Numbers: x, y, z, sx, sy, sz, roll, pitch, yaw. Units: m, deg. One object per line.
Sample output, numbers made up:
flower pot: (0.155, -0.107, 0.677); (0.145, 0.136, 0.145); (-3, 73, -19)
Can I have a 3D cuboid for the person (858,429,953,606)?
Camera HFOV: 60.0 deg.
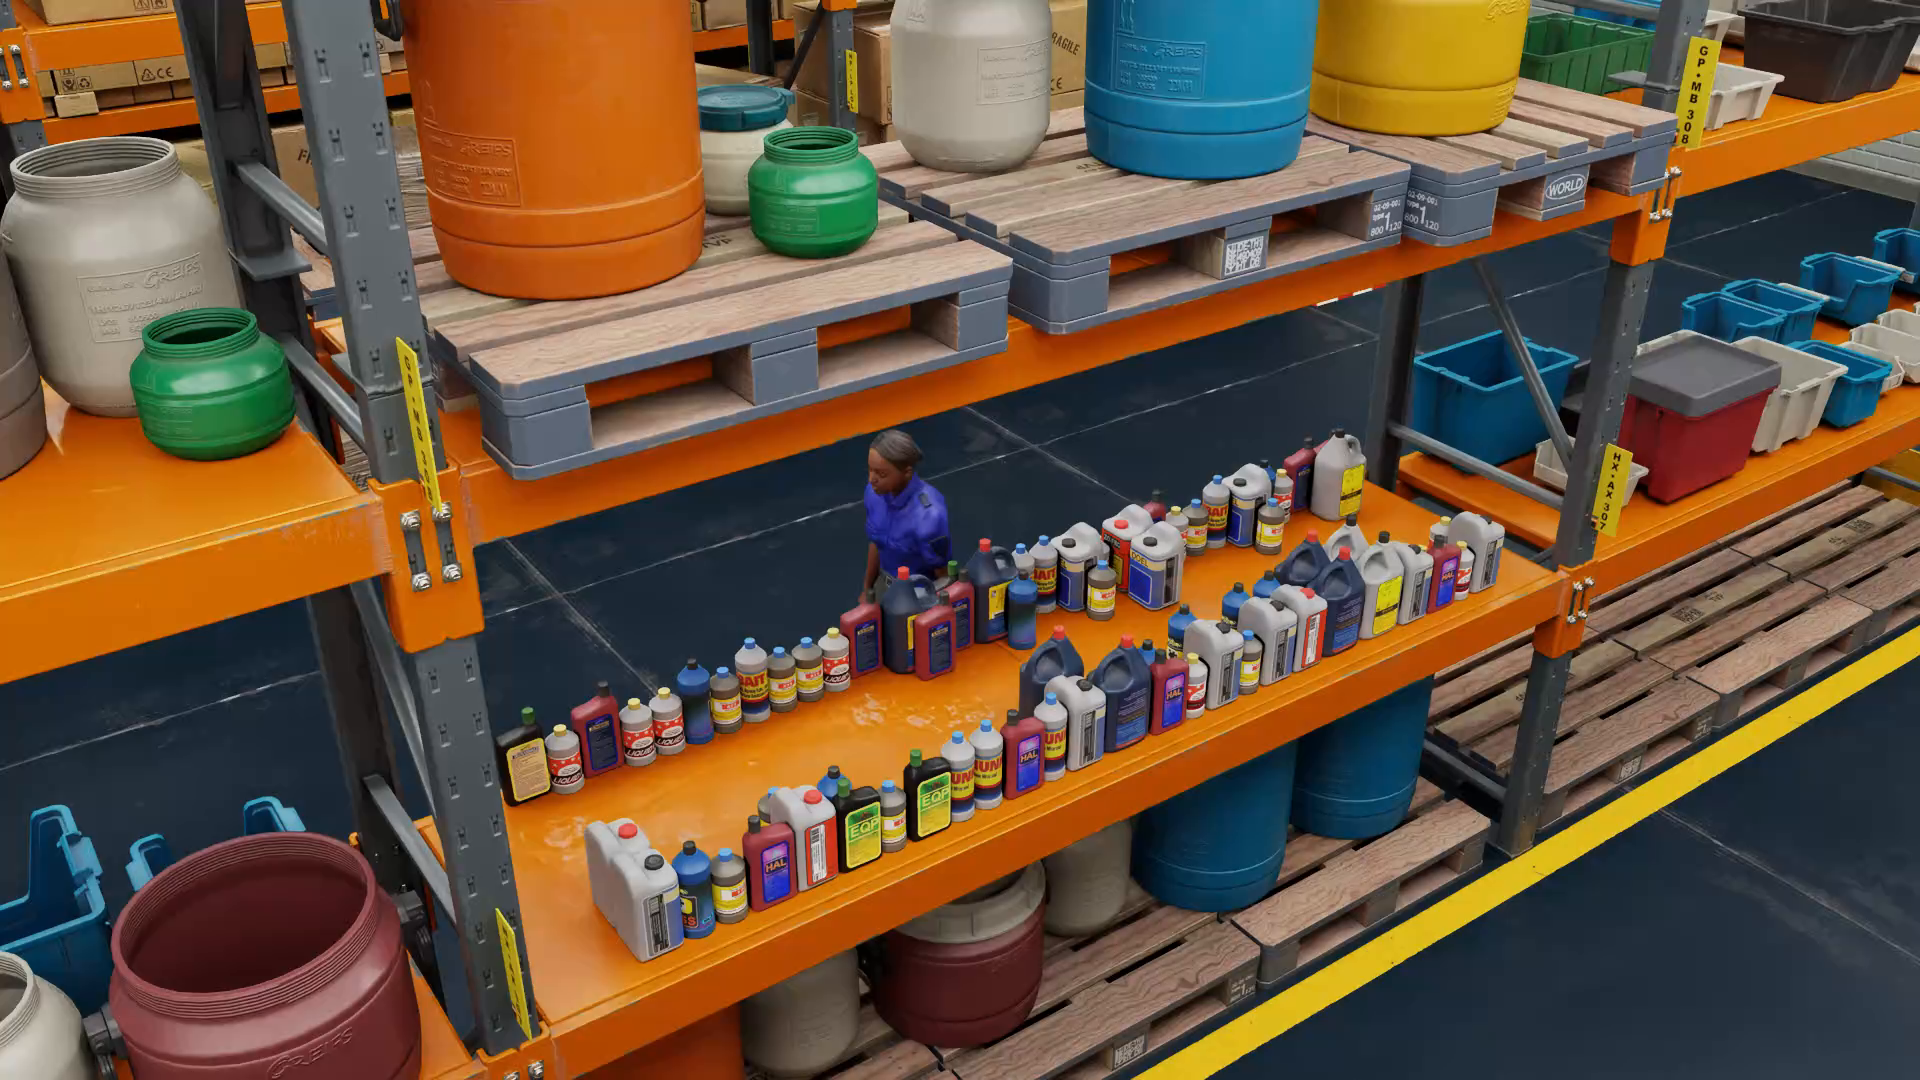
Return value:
person: (-0.245, 0.294, 6.596); (0.405, 1.653, 0.518); (-22, 35, -34)
